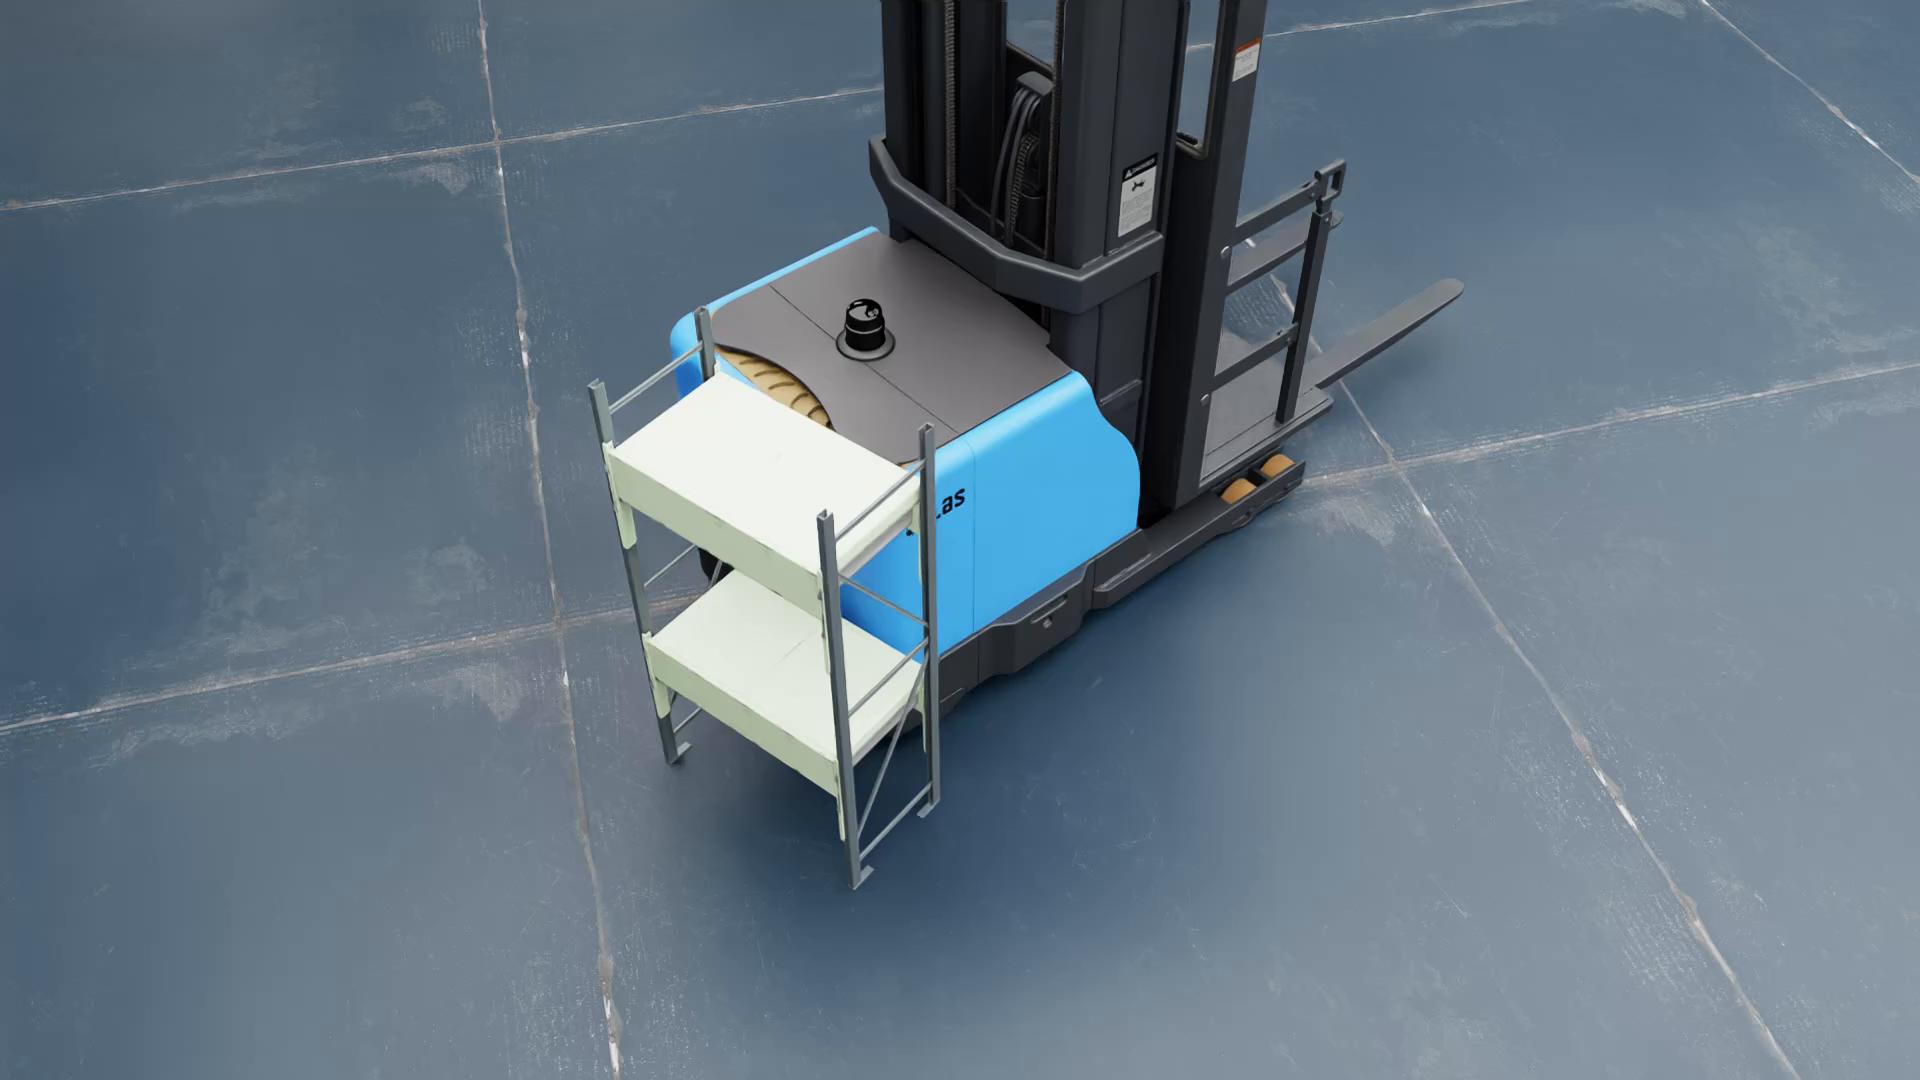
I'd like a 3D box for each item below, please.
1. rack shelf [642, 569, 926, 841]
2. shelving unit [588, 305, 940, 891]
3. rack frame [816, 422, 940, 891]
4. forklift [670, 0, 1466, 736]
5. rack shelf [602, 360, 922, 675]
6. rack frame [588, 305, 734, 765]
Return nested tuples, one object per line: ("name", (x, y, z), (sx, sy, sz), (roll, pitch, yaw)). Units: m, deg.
("rack shelf", (-0.480, 0.432, 4.733), (0.720, 0.370, 0.431), (29, 52, 25))
("shelving unit", (-0.480, 0.204, 4.500), (0.755, 1.500, 0.431), (29, 52, 25))
("rack frame", (-0.190, 0.364, 4.344), (0.023, 1.500, 0.400), (29, 52, 25))
("forklift", (0.581, -1.332, 5.003), (3.031, 2.935, 1.130), (-31, 53, -27))
("rack shelf", (-0.480, -0.069, 4.221), (0.720, 0.370, 0.431), (29, 52, 25))
("rack frame", (-0.769, 0.044, 4.657), (0.023, 1.500, 0.400), (29, 52, 25))
